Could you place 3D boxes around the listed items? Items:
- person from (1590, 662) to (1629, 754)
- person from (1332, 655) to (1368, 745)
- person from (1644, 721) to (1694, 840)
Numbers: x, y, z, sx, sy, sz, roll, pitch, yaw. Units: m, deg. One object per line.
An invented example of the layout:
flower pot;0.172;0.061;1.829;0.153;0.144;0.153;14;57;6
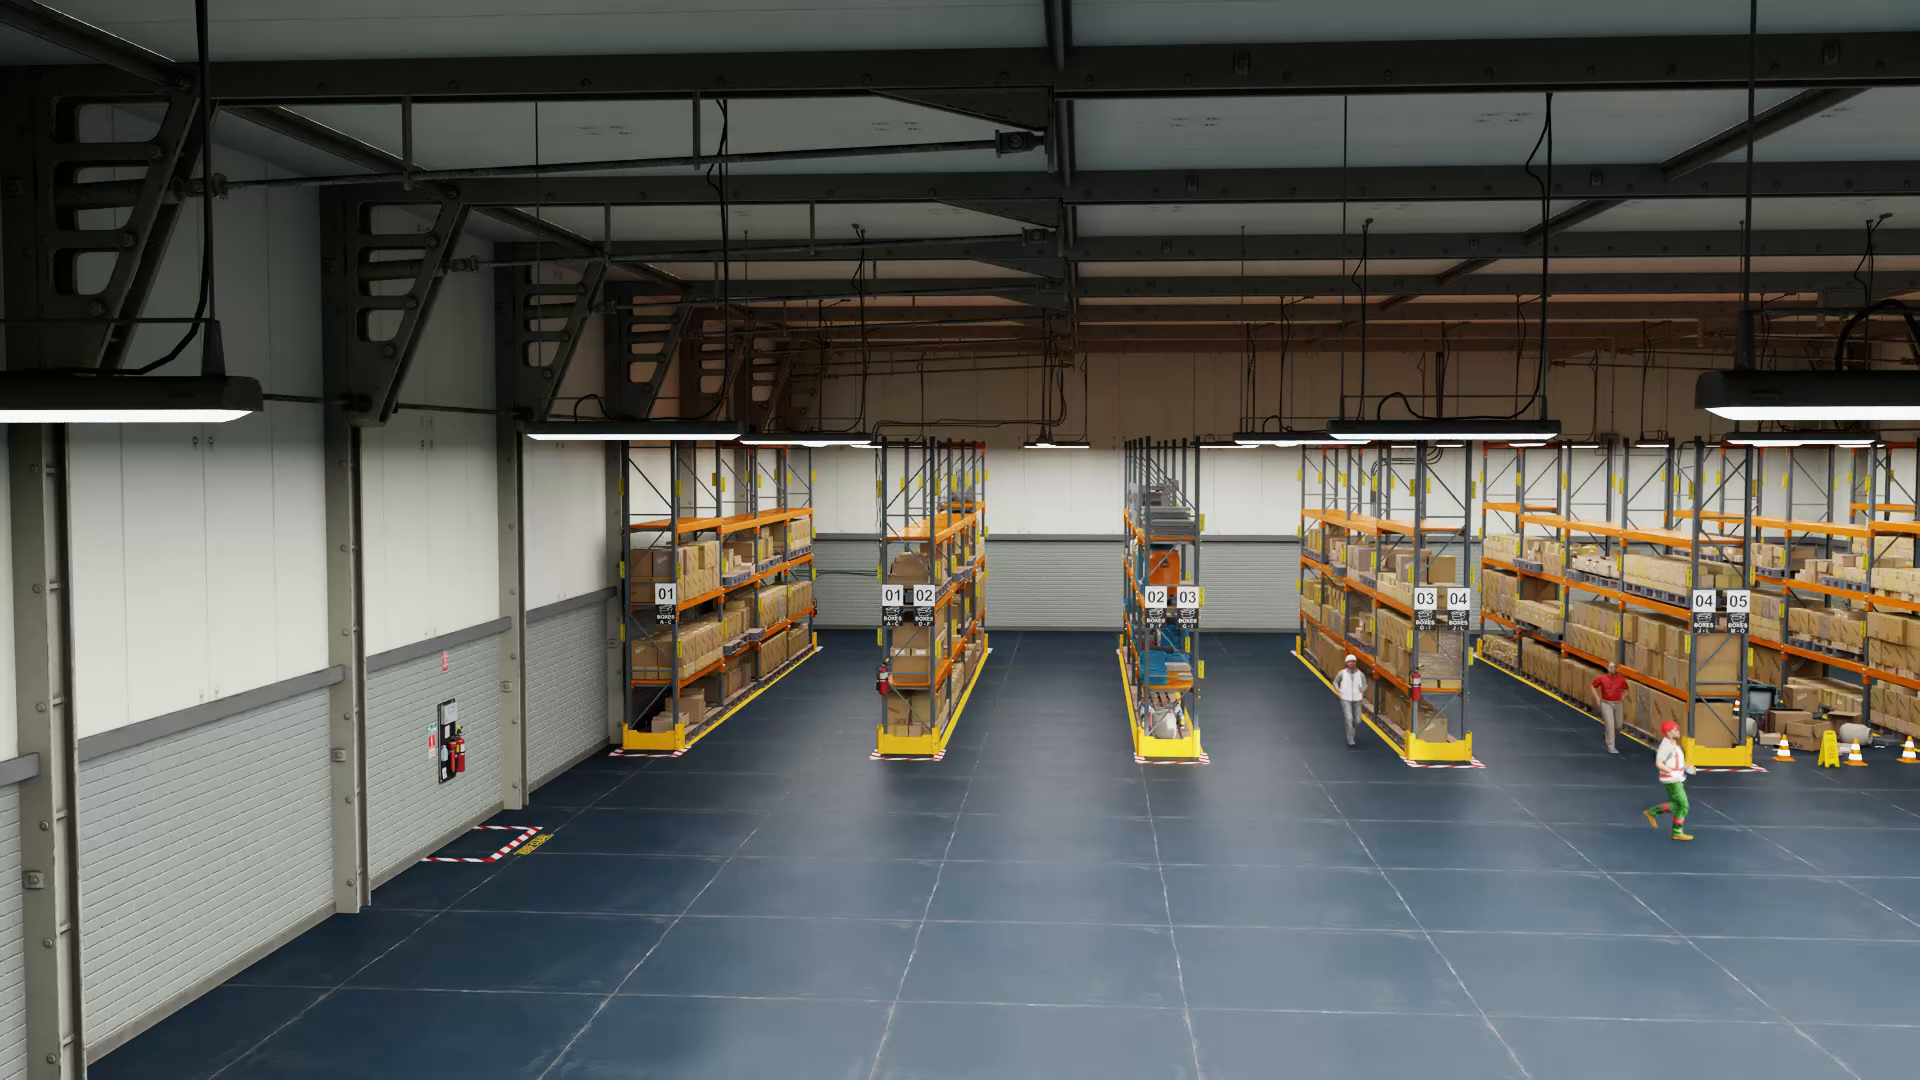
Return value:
person;12.385;3.168;31.645;0.681;1.699;0.887;0;3;1
person;7.647;3.112;32.569;0.668;1.739;0.803;0;3;1
person;10.459;3.537;24.538;0.708;1.742;0.659;2;4;33
